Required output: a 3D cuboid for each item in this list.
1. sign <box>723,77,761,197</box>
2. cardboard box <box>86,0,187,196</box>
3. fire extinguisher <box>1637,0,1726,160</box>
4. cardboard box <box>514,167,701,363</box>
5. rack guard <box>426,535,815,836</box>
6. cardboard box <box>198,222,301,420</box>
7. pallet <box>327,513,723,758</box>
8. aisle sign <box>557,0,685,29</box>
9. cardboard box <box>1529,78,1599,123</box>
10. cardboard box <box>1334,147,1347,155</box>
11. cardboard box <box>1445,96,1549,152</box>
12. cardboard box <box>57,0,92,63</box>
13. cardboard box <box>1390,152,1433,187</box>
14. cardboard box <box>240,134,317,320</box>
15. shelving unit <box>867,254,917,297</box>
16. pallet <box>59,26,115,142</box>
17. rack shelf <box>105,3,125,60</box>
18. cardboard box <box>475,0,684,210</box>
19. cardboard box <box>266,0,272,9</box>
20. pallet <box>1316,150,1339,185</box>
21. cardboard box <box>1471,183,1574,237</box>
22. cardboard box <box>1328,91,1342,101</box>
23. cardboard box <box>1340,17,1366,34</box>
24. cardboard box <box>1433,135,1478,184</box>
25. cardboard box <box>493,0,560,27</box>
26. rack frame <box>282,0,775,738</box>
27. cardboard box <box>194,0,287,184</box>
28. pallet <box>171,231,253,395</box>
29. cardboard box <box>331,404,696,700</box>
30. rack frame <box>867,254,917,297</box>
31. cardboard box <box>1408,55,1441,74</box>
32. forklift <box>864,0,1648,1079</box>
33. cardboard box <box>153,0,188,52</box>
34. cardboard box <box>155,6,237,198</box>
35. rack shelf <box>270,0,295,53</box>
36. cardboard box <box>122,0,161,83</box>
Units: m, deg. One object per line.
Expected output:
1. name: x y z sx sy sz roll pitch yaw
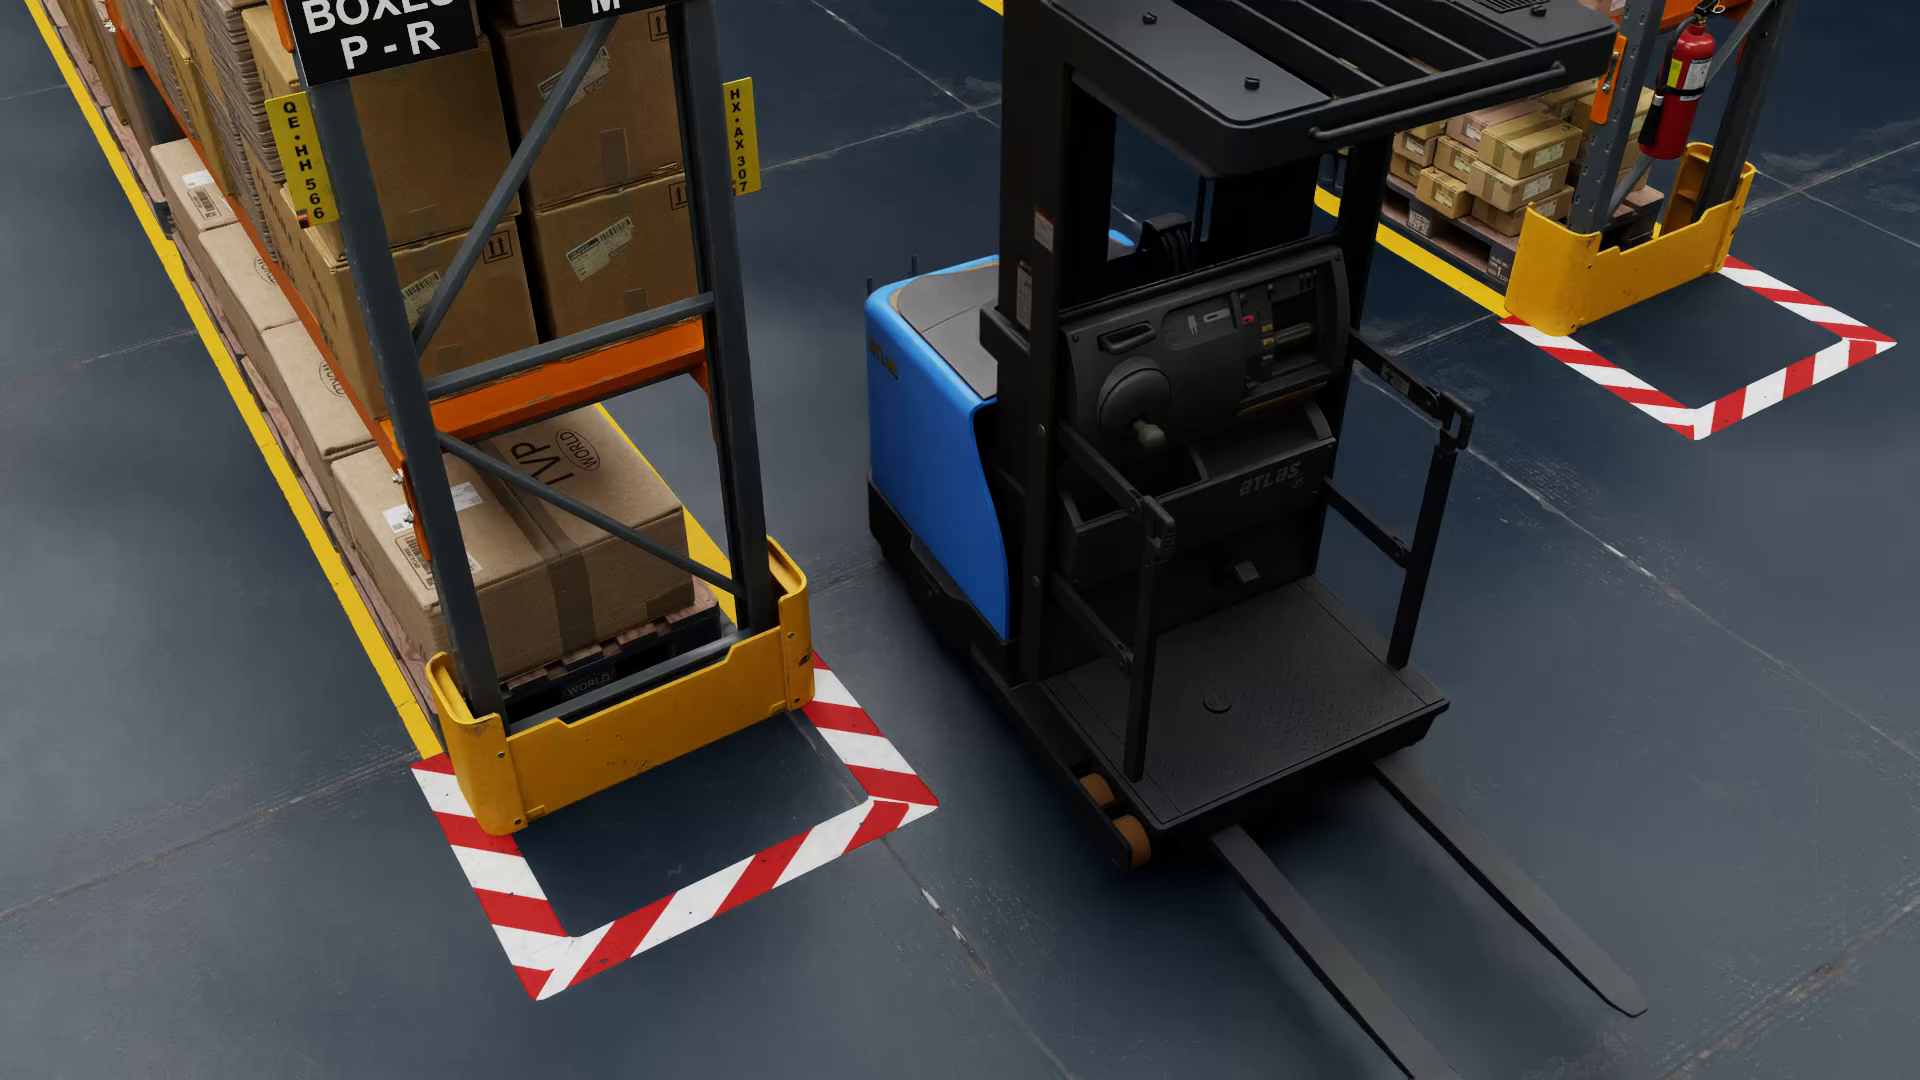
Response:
1. sign: -0.591 -1.076 4.460 0.100 0.325 0.005 -22 45 -24
2. cardboard box: -3.614 -2.336 8.042 0.875 0.875 0.875 -21 44 -23
3. fire extinguisher: 2.803 -1.816 6.438 0.296 0.674 0.183 -22 45 -24
4. cardboard box: -1.079 -0.921 4.935 0.500 0.500 0.500 -23 45 -25
5. rack guard: -1.050 0.448 5.322 1.175 0.500 0.348 -22 45 -24
6. cardboard box: -2.484 -1.002 6.783 0.875 0.438 0.875 -24 45 -26
7. pallet: -1.559 0.141 5.915 1.003 0.211 1.213 -22 45 -24
8. aisle sign: -0.779 -1.585 3.778 0.394 0.787 0.004 -22 45 -24
9. cardboard box: 2.812 -2.085 7.844 0.380 0.149 0.250 -21 44 -24
10. cardboard box: 1.971 -2.083 8.306 0.380 0.149 0.250 -24 46 -26
11. cardboard box: 2.472 -1.932 7.660 0.380 0.149 0.250 -21 44 -24
12. cardboard box: -4.587 -3.304 9.203 0.875 0.875 0.875 -22 44 -24
13. cardboard box: 2.305 -1.838 8.012 0.380 0.149 0.250 -22 45 -25
14. cardboard box: -1.802 -1.009 5.040 0.500 0.500 0.500 -23 45 -25
15. shelving unit: -0.175 -0.601 6.268 0.258 0.900 0.210 -32 49 -33
16. pallet: -4.352 -2.663 9.280 1.003 0.211 1.213 -22 45 -24
17. rack shelf: -4.289 -3.487 8.654 1.077 0.370 4.000 -22 45 -24
18. cardboard box: -1.081 -1.305 4.614 0.500 0.500 0.500 -23 45 -25
19. cardboard box: -1.581 -1.450 4.282 0.380 0.149 0.250 -21 44 -24
20. pallet: 1.957 -2.362 8.919 1.003 0.211 1.213 -22 45 -24
21. cardboard box: 2.598 -1.562 7.680 0.380 0.149 0.250 -21 44 -24
22. cardboard box: 1.962 -2.206 8.220 0.380 0.149 0.250 -22 44 -24
23. cardboard box: 1.900 -2.496 8.336 0.380 0.149 0.250 -24 45 -26
24. cardboard box: 2.437 -1.810 7.746 0.380 0.149 0.250 -23 45 -25
25. cardboard box: -1.020 -1.484 4.322 0.380 0.149 0.250 -21 44 -24
26. rack frame: -1.063 -0.525 4.537 1.000 3.000 0.127 -22 45 -24
27. cardboard box: -1.828 -1.398 4.725 0.500 0.500 0.500 -22 45 -24
28. pallet: -2.871 -1.176 7.496 1.003 0.211 1.213 -22 45 -24
29. cardboard box: -1.502 -0.024 5.609 0.875 0.438 0.875 -24 45 -26
30. rack frame: -0.247 -0.647 6.324 0.240 0.900 0.006 -32 49 -33
31. cardboard box: 2.139 -2.190 7.969 0.380 0.149 0.250 -24 45 -26
32. forklift: 0.810 -0.460 4.513 1.130 2.935 3.031 -19 44 -22
33. cardboard box: -2.360 -1.938 5.374 0.500 0.500 0.500 -23 45 -25
34. cardboard box: -2.376 -1.557 5.698 0.500 0.500 0.500 -21 44 -23
35. rack shelf: -2.138 -2.481 5.103 1.077 0.370 4.000 -22 45 -24
36. cardboard box: -2.915 -2.106 6.356 0.500 0.500 0.500 -22 45 -24
